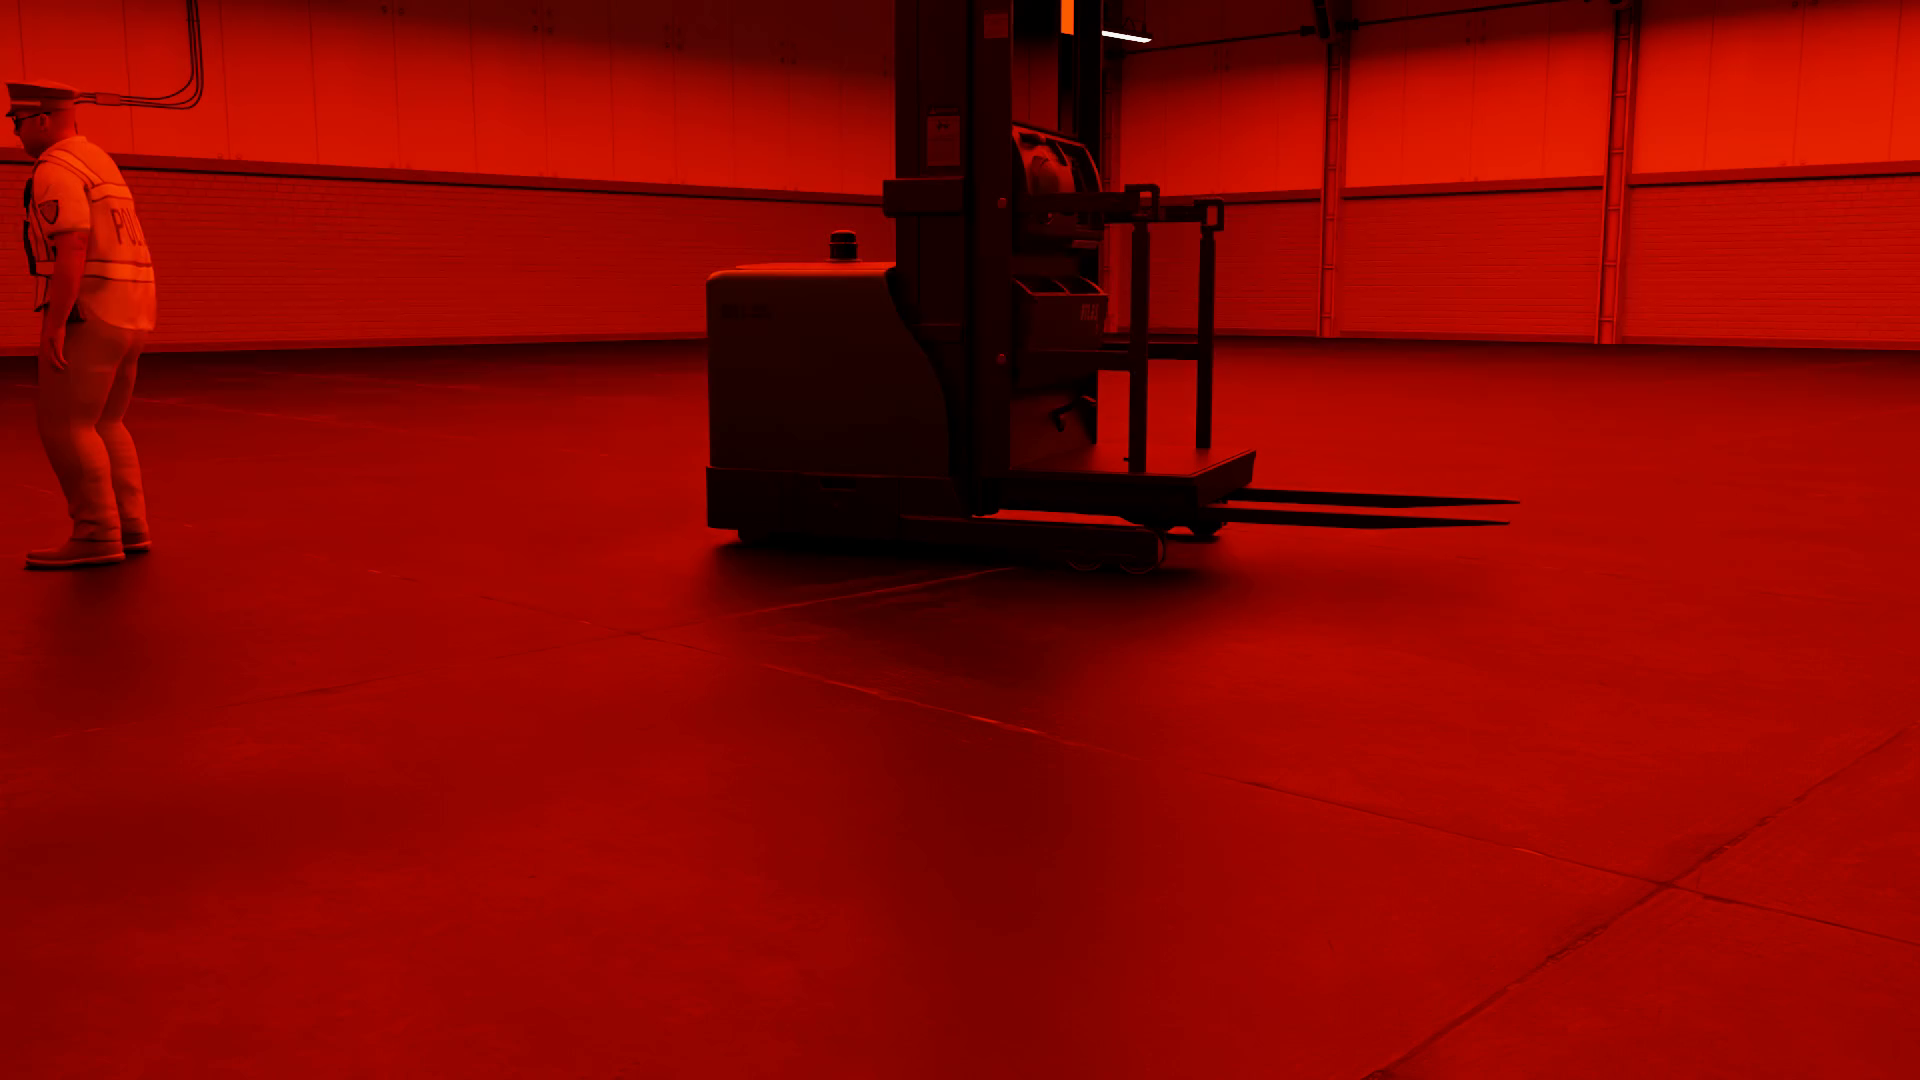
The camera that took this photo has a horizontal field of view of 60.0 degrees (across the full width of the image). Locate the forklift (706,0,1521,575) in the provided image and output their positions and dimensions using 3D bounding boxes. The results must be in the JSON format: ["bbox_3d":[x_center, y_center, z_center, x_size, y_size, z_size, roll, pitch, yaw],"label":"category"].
[{"bbox_3d":[0.565,-1.416,6.275,3.031,2.935,1.130,3,9,22],"label":"forklift"}]

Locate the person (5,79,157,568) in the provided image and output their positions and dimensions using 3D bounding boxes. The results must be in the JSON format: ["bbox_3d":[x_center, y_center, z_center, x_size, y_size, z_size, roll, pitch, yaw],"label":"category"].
[{"bbox_3d":[-3.211,-0.792,6.121,0.440,1.745,0.585,-1,9,-8],"label":"person"}]
